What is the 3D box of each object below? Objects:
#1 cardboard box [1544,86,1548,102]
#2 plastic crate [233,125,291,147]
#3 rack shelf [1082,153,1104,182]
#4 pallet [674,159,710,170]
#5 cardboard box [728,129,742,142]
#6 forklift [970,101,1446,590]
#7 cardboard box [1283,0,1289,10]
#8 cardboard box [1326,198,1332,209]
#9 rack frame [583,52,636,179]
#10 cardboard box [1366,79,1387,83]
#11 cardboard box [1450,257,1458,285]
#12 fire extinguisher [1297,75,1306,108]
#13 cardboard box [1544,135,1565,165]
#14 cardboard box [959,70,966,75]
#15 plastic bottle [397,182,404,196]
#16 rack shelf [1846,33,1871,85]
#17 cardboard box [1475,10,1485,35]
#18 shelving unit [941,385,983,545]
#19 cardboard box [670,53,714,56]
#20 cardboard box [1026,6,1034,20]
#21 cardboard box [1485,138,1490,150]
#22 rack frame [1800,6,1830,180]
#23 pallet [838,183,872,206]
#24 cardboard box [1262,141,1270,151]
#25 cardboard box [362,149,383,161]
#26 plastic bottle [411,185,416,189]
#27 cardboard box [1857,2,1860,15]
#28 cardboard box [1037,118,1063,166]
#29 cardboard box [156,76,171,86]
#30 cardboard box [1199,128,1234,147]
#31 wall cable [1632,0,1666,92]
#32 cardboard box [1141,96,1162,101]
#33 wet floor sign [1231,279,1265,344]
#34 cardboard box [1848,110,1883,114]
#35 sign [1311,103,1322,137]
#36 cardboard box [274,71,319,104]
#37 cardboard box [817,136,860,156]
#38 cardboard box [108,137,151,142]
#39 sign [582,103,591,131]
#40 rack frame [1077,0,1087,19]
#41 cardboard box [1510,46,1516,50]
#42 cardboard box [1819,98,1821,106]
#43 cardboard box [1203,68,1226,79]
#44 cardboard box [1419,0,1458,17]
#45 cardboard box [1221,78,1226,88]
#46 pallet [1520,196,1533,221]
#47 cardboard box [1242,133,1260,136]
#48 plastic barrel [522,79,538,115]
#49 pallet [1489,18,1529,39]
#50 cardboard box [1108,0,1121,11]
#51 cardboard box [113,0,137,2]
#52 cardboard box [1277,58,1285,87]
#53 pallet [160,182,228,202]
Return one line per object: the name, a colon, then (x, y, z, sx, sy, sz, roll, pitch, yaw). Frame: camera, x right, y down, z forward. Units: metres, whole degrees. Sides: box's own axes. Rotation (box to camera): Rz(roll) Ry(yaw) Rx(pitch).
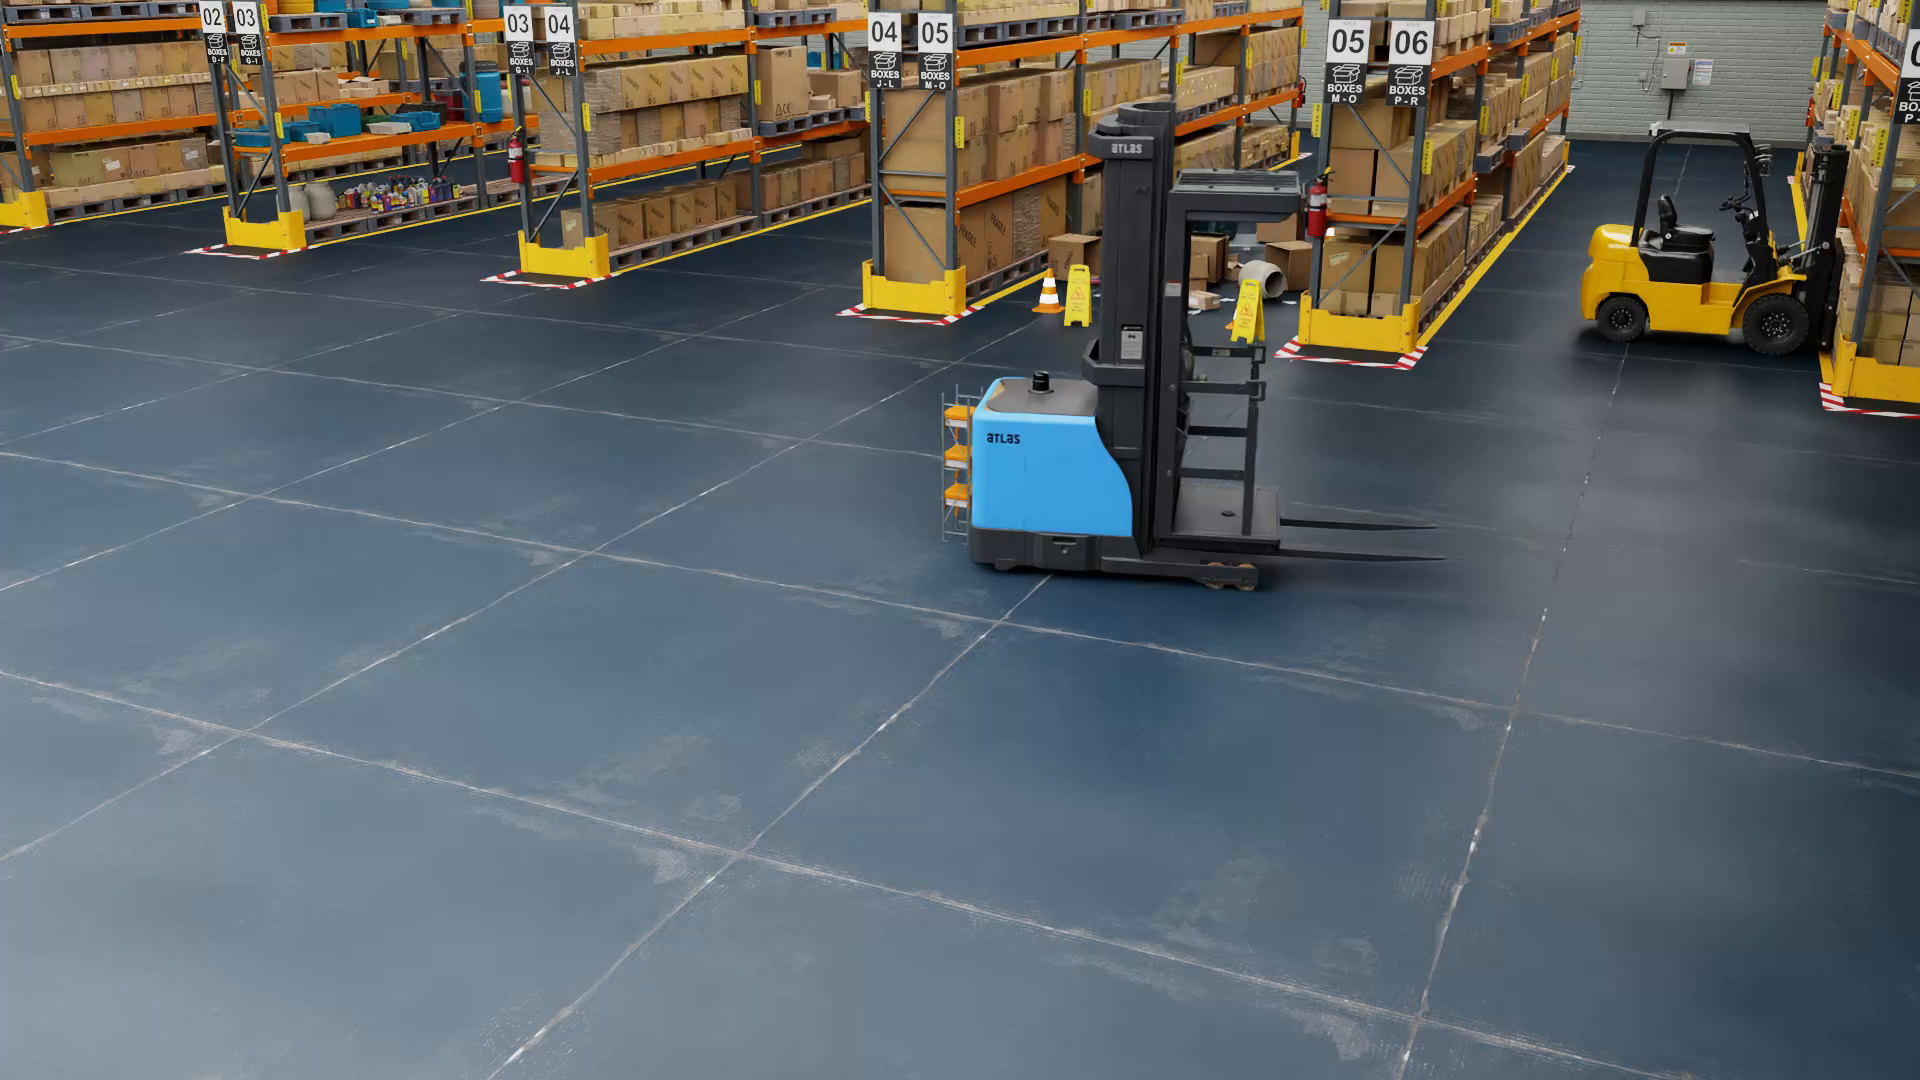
cardboard box: (9.004, -7.059, 26.319, 0.500, 0.250, 0.500, 9, 21, 23)
plastic crate: (-9.579, -5.557, 22.840, 0.499, 0.251, 0.616, 9, 21, 23)
rack shelf: (1.948, -5.537, 23.636, 1.077, 0.370, 4.000, 9, 21, 23)
pallet: (-5.450, -7.183, 31.352, 1.003, 0.211, 1.213, 9, 21, 23)
cardboard box: (-3.286, -5.677, 23.330, 0.380, 0.149, 0.250, 9, 21, 23)
forklift: (1.629, -1.253, 10.619, 3.031, 2.935, 1.130, 3, 20, 9)
cardboard box: (5.680, -9.794, 30.278, 0.500, 0.250, 0.500, 10, 22, 25)
cardboard box: (4.009, -3.512, 17.242, 0.380, 0.149, 0.250, 8, 21, 22)
rack frame: (-6.235, -7.879, 29.146, 1.000, 3.000, 0.127, 9, 21, 23)
cardboard box: (4.849, -4.867, 18.593, 0.700, 0.500, 0.500, 8, 21, 22)
cardboard box: (5.481, -3.137, 19.291, 0.500, 0.250, 0.500, 8, 21, 21)
fire extinguisher: (6.567, -8.735, 32.225, 0.296, 0.674, 0.183, 9, 21, 23)
cardboard box: (10.421, -7.060, 30.042, 0.875, 0.438, 0.875, 8, 21, 21)
cardboard box: (-0.230, -8.138, 29.727, 0.500, 0.500, 0.500, 9, 22, 24)
plastic bottle: (-8.532, -5.327, 25.387, 0.097, 0.271, 0.097, 0, 20, 0)
rack shelf: (11.035, -5.622, 19.399, 1.077, 0.370, 4.000, 9, 21, 23)
cardboard box: (5.545, -5.773, 18.528, 0.500, 0.250, 0.500, 8, 21, 22)
shelving unit: (0.018, -0.511, 11.339, 0.215, 1.050, 0.252, 8, 21, 21)
cardboard box: (-3.771, -6.532, 23.274, 0.500, 0.500, 0.500, 9, 21, 23)
cardboard box: (0.647, -6.183, 19.500, 0.380, 0.149, 0.250, 8, 21, 23)
cardboard box: (6.311, -4.897, 20.510, 0.380, 0.149, 0.250, 9, 21, 24)
rack frame: (15.130, -7.605, 28.377, 1.000, 3.000, 0.127, 9, 21, 23)
pallet: (-2.038, -5.647, 27.032, 1.003, 0.211, 1.213, 9, 21, 23)
cardboard box: (5.466, -7.245, 30.547, 0.380, 0.149, 0.250, 9, 21, 23)
cardboard box: (-10.954, -7.110, 30.460, 0.500, 0.250, 0.500, 8, 21, 22)
plastic bottle: (-8.189, -5.196, 25.000, 0.061, 0.283, 0.133, 9, 21, 23)
cardboard box: (11.434, -6.643, 20.767, 0.380, 0.166, 0.250, 9, 21, 23)
cardboard box: (0.784, -5.050, 20.968, 0.875, 0.550, 0.550, 9, 21, 23)
cardboard box: (-12.725, -7.266, 26.307, 0.380, 0.149, 0.250, 8, 21, 22)
cardboard box: (4.331, -6.822, 28.158, 0.500, 0.250, 0.500, 8, 21, 21)
wall cable: (14.187, -10.300, 34.437, 0.588, 1.984, 0.122, 9, 21, 23)
cardboard box: (2.622, -6.208, 24.299, 0.500, 0.500, 0.500, 9, 21, 23)
wet floor sign: (2.994, -2.373, 17.179, 0.267, 0.644, 0.232, 18, 26, 41)
cardboard box: (11.170, -5.210, 20.524, 0.380, 0.149, 0.250, 9, 21, 23)
sign: (3.550, -4.171, 16.520, 0.100, 0.325, 0.005, 9, 21, 23)
cardboard box: (-11.641, -7.931, 29.143, 0.500, 0.500, 0.500, 9, 21, 23)
cardboard box: (-1.964, -6.373, 26.867, 0.500, 0.250, 0.500, 10, 22, 25)
cardboard box: (-13.276, -6.188, 26.750, 0.500, 0.500, 0.500, 9, 21, 23)
sign: (-4.498, -5.087, 20.005, 0.100, 0.325, 0.005, 9, 21, 23)
rack frame: (1.129, -8.092, 20.791, 1.000, 3.000, 0.127, 9, 21, 23)
cardboard box: (8.798, -8.024, 26.945, 0.380, 0.149, 0.250, 8, 21, 22)
cardboard box: (13.670, -6.796, 25.882, 0.500, 0.250, 0.500, 9, 21, 23)
cardboard box: (4.202, -7.760, 27.672, 0.380, 0.149, 0.250, 8, 21, 21)
cardboard box: (4.798, -5.359, 16.769, 0.380, 0.149, 0.250, 8, 21, 23)
cardboard box: (4.211, -7.625, 27.738, 0.380, 0.149, 0.250, 10, 22, 25)
pallet: (8.217, -5.128, 25.573, 1.003, 0.211, 1.213, 9, 21, 23)
cardboard box: (5.261, -7.327, 30.334, 0.380, 0.149, 0.250, 8, 21, 20)
plastic barrel: (-6.981, -7.207, 27.054, 0.433, 0.535, 0.433, 0, 20, 0)
pallet: (6.458, -6.433, 20.885, 1.213, 0.211, 1.003, 9, 21, 23)
cardboard box: (1.940, -7.198, 22.353, 0.380, 0.149, 0.250, 9, 21, 23)
cardboard box: (-13.180, -8.576, 25.642, 0.797, 0.503, 0.637, 11, 22, 29)
cardboard box: (5.679, -8.635, 30.679, 0.500, 0.500, 0.500, 9, 21, 23)
pallet: (-12.755, -5.786, 27.422, 1.003, 0.211, 1.213, 9, 21, 23)
